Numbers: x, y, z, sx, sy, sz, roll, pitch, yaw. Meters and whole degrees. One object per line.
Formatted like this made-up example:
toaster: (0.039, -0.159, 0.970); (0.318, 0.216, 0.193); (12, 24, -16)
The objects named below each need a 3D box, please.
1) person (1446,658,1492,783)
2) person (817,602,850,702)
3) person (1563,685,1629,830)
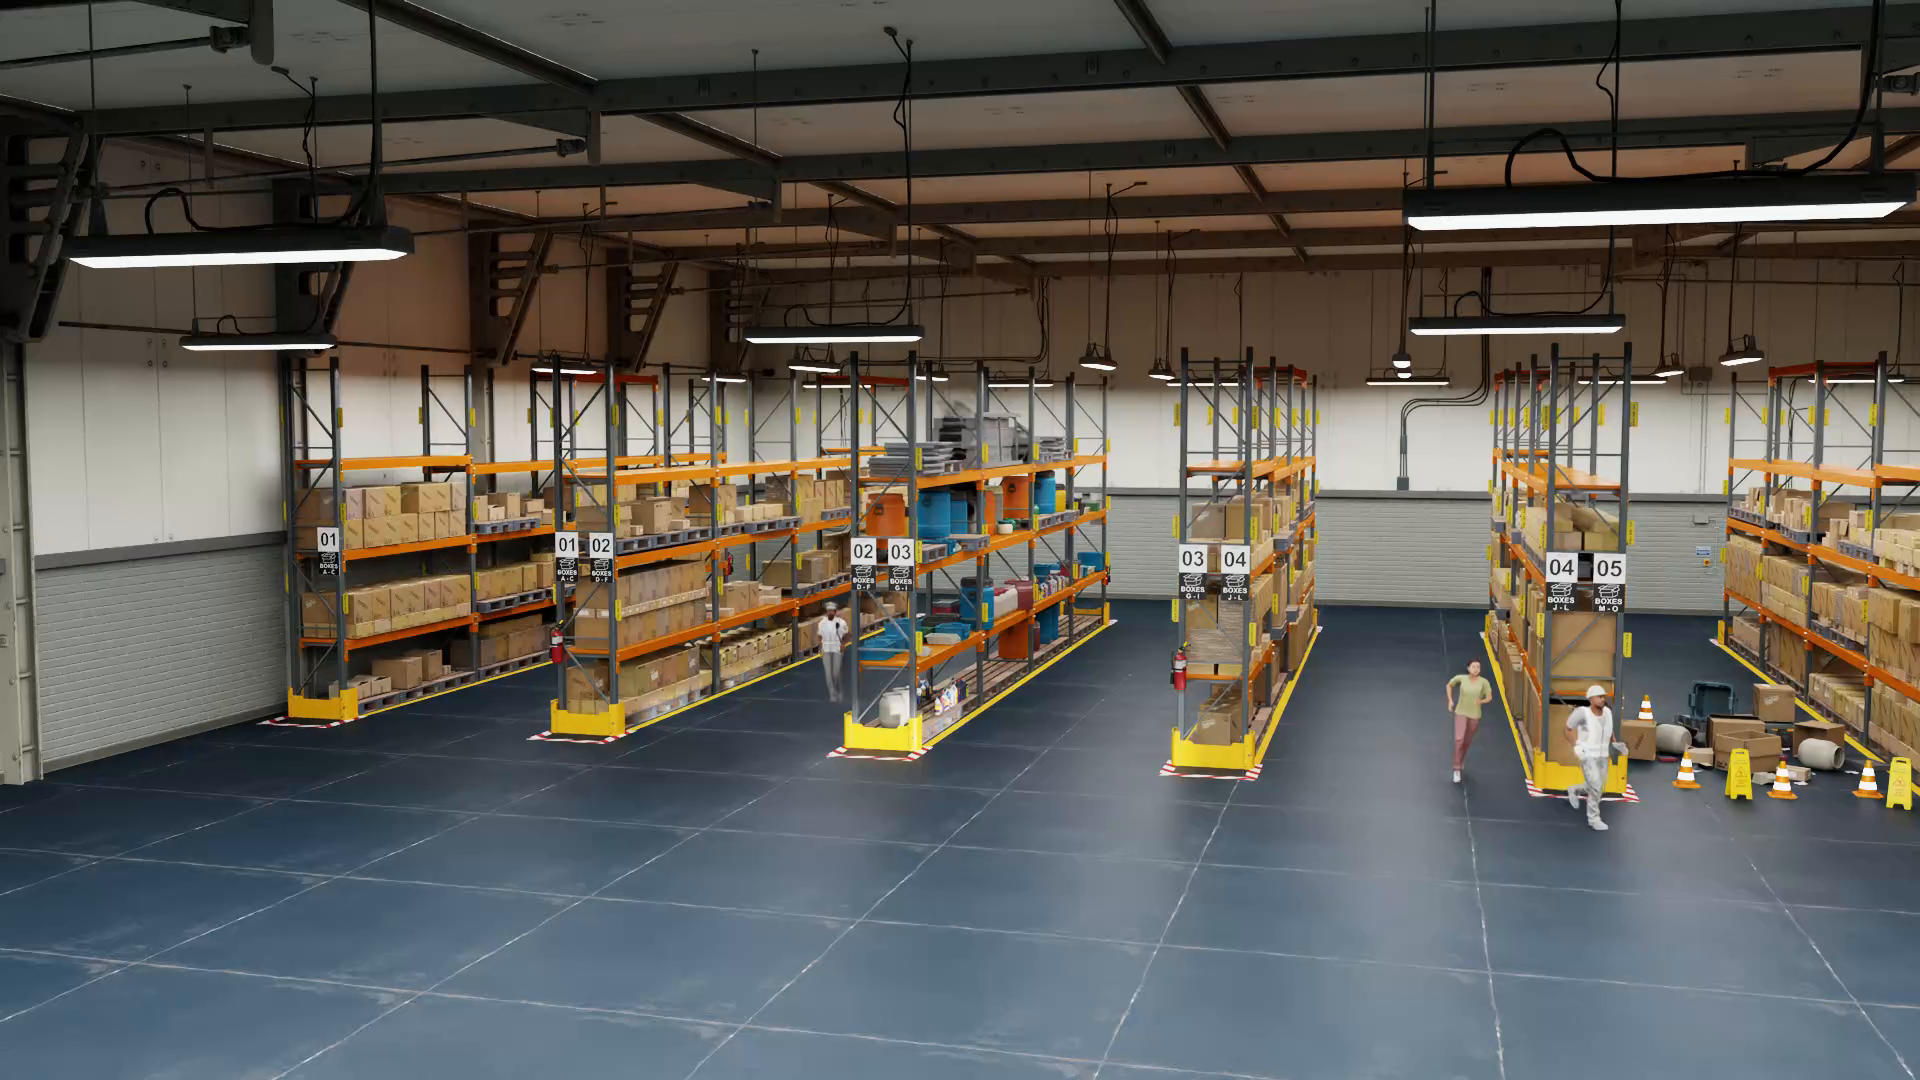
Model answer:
person: (7.111, 2.472, 23.199); (0.594, 1.685, 0.907); (0, 4, 6)
person: (-2.120, 1.860, 27.559); (0.550, 1.678, 0.513); (0, 4, 6)
person: (7.726, 2.637, 20.448); (0.664, 1.742, 0.759); (-2, 5, -22)
